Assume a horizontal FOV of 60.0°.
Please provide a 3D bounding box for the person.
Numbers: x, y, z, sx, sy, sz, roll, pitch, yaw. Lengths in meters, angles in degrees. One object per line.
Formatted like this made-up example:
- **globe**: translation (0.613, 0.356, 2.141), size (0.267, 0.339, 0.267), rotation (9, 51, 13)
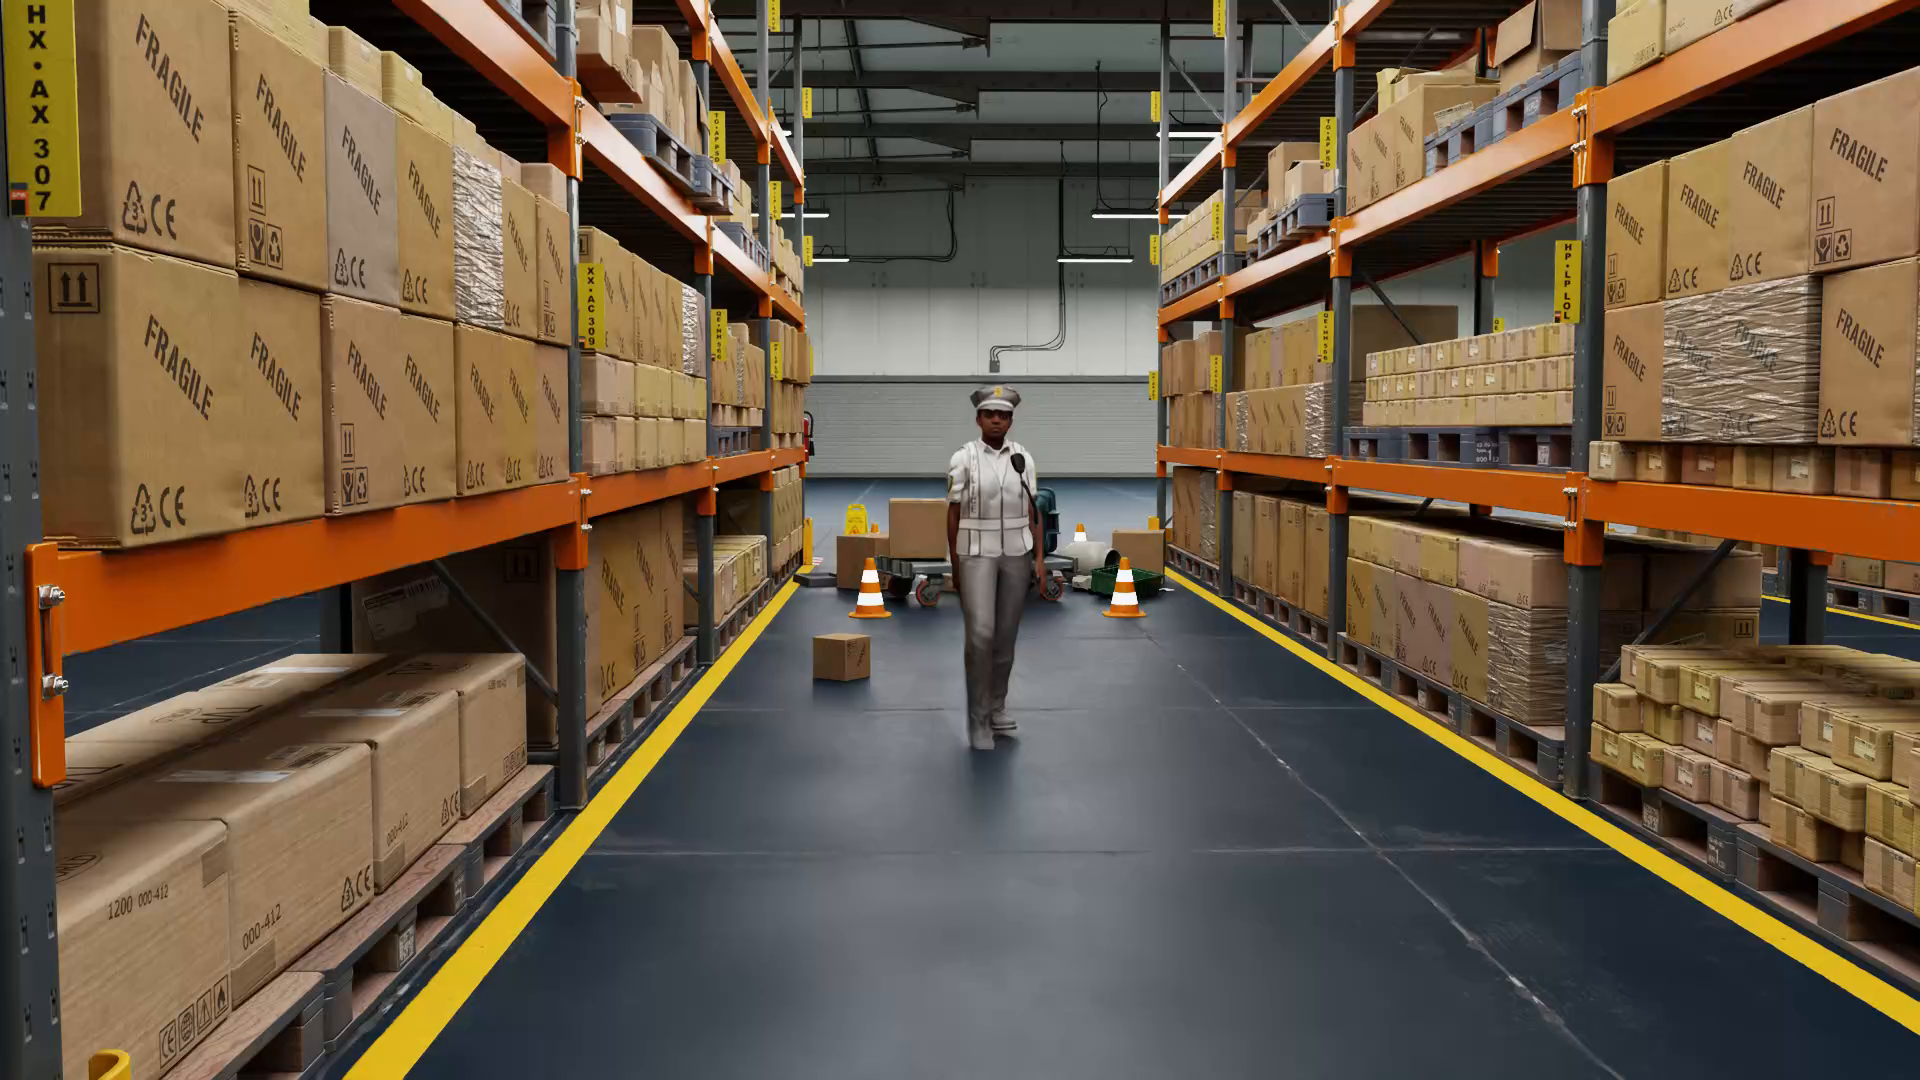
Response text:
- **person**: translation (0.183, 0.137, 7.998), size (0.442, 1.762, 0.534), rotation (-1, 4, -17)
